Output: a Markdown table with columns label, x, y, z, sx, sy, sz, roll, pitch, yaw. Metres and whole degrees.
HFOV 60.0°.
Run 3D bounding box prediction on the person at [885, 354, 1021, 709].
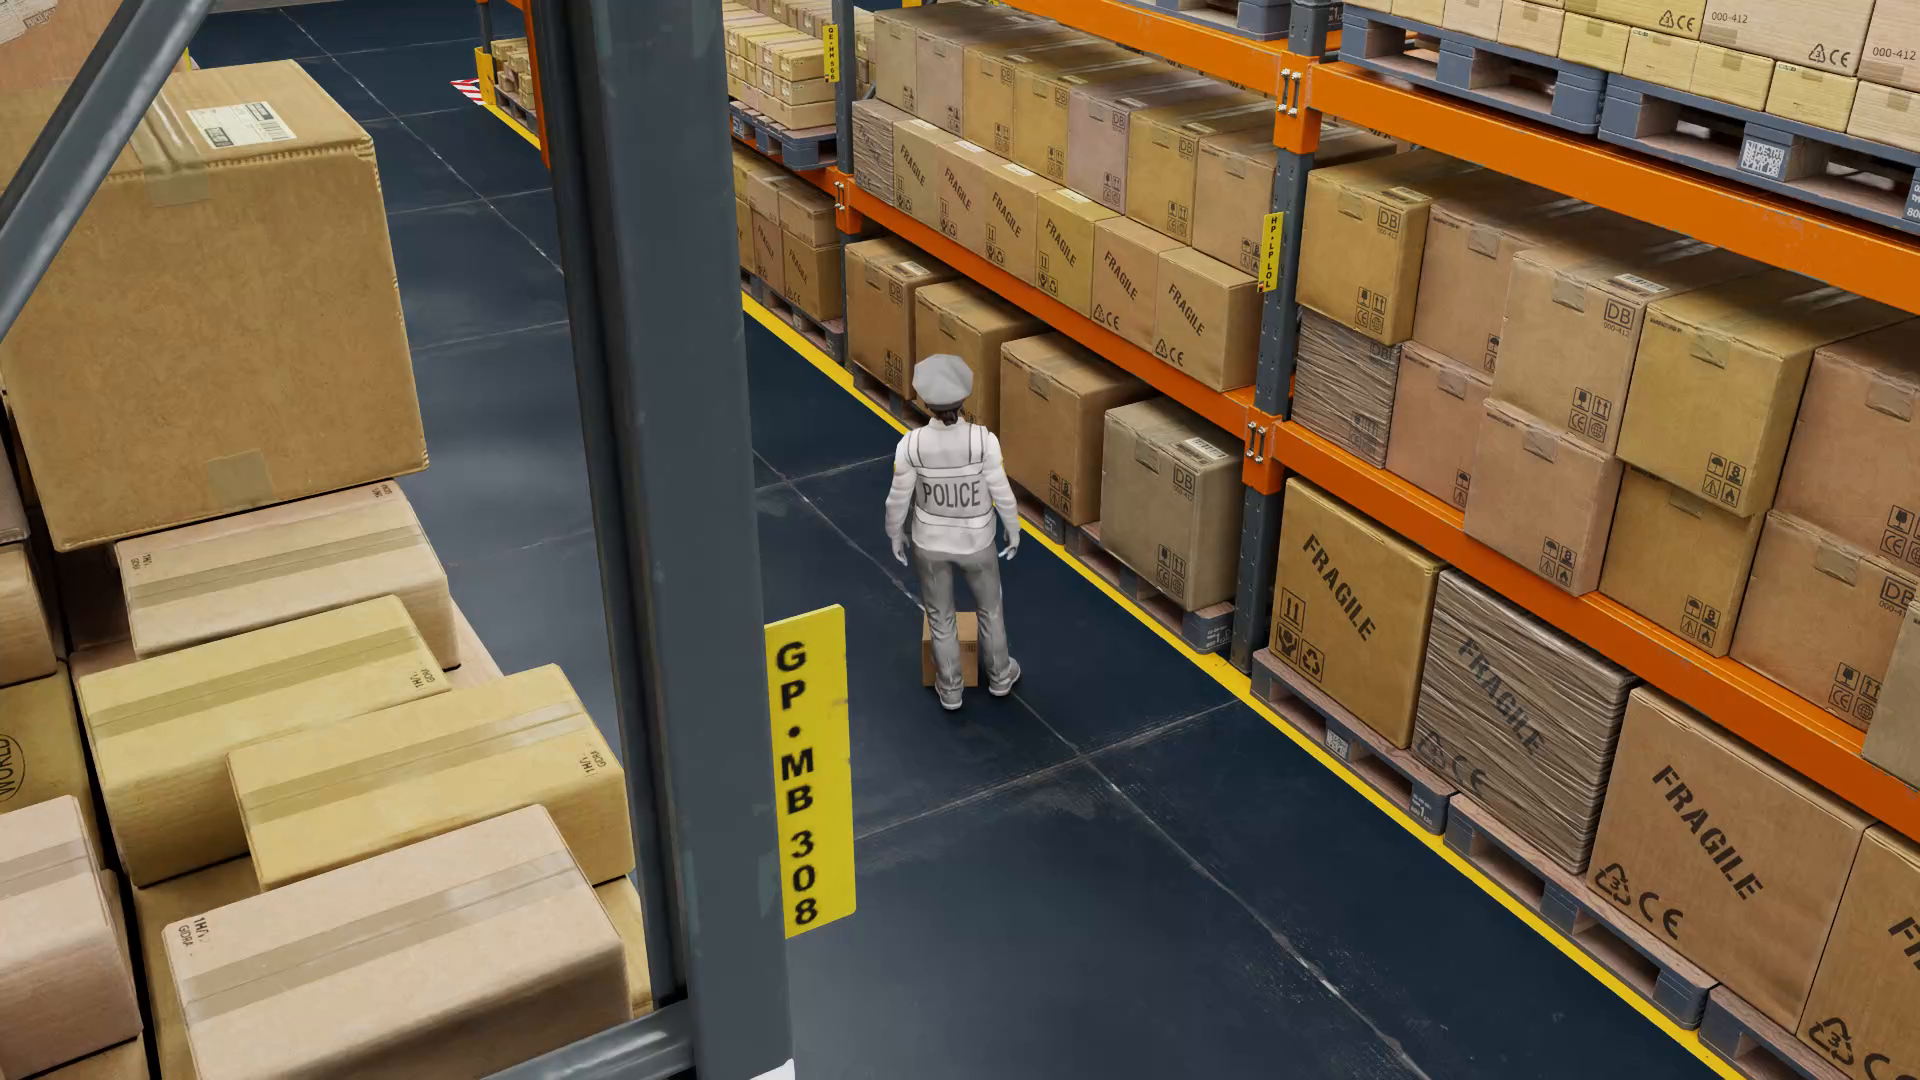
| label | x | y | z | sx | sy | sz | roll | pitch | yaw |
| --- | --- | --- | --- | --- | --- | --- | --- | --- | --- |
| person | -0.023 | -0.034 | 7.135 | 0.587 | 1.694 | 0.530 | 1 | 29 | 2 |
